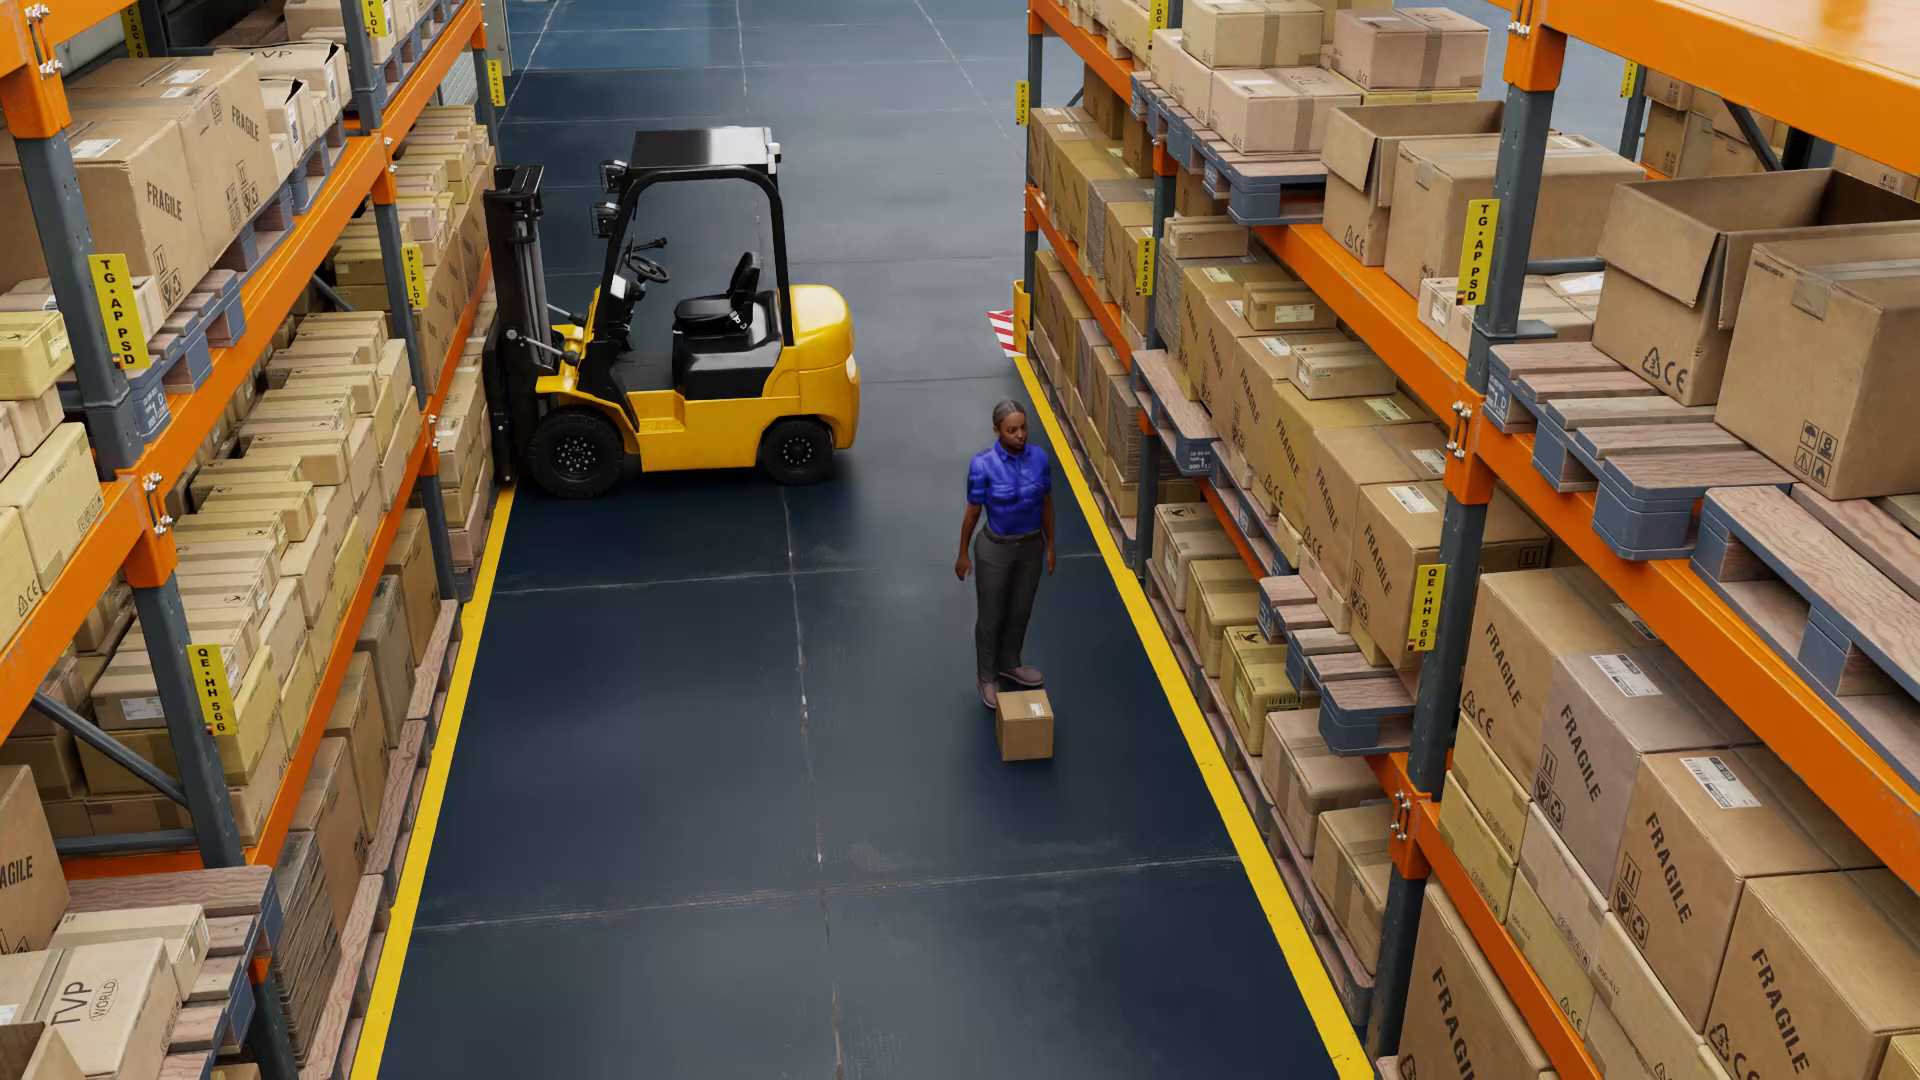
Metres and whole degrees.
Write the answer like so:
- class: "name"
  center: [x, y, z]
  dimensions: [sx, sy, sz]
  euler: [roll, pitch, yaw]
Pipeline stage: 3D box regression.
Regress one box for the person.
- class: "person"
  center: [0.239, 0.060, 8.476]
  dimensions: [0.489, 1.659, 0.371]
  euler: [-13, 30, -23]
